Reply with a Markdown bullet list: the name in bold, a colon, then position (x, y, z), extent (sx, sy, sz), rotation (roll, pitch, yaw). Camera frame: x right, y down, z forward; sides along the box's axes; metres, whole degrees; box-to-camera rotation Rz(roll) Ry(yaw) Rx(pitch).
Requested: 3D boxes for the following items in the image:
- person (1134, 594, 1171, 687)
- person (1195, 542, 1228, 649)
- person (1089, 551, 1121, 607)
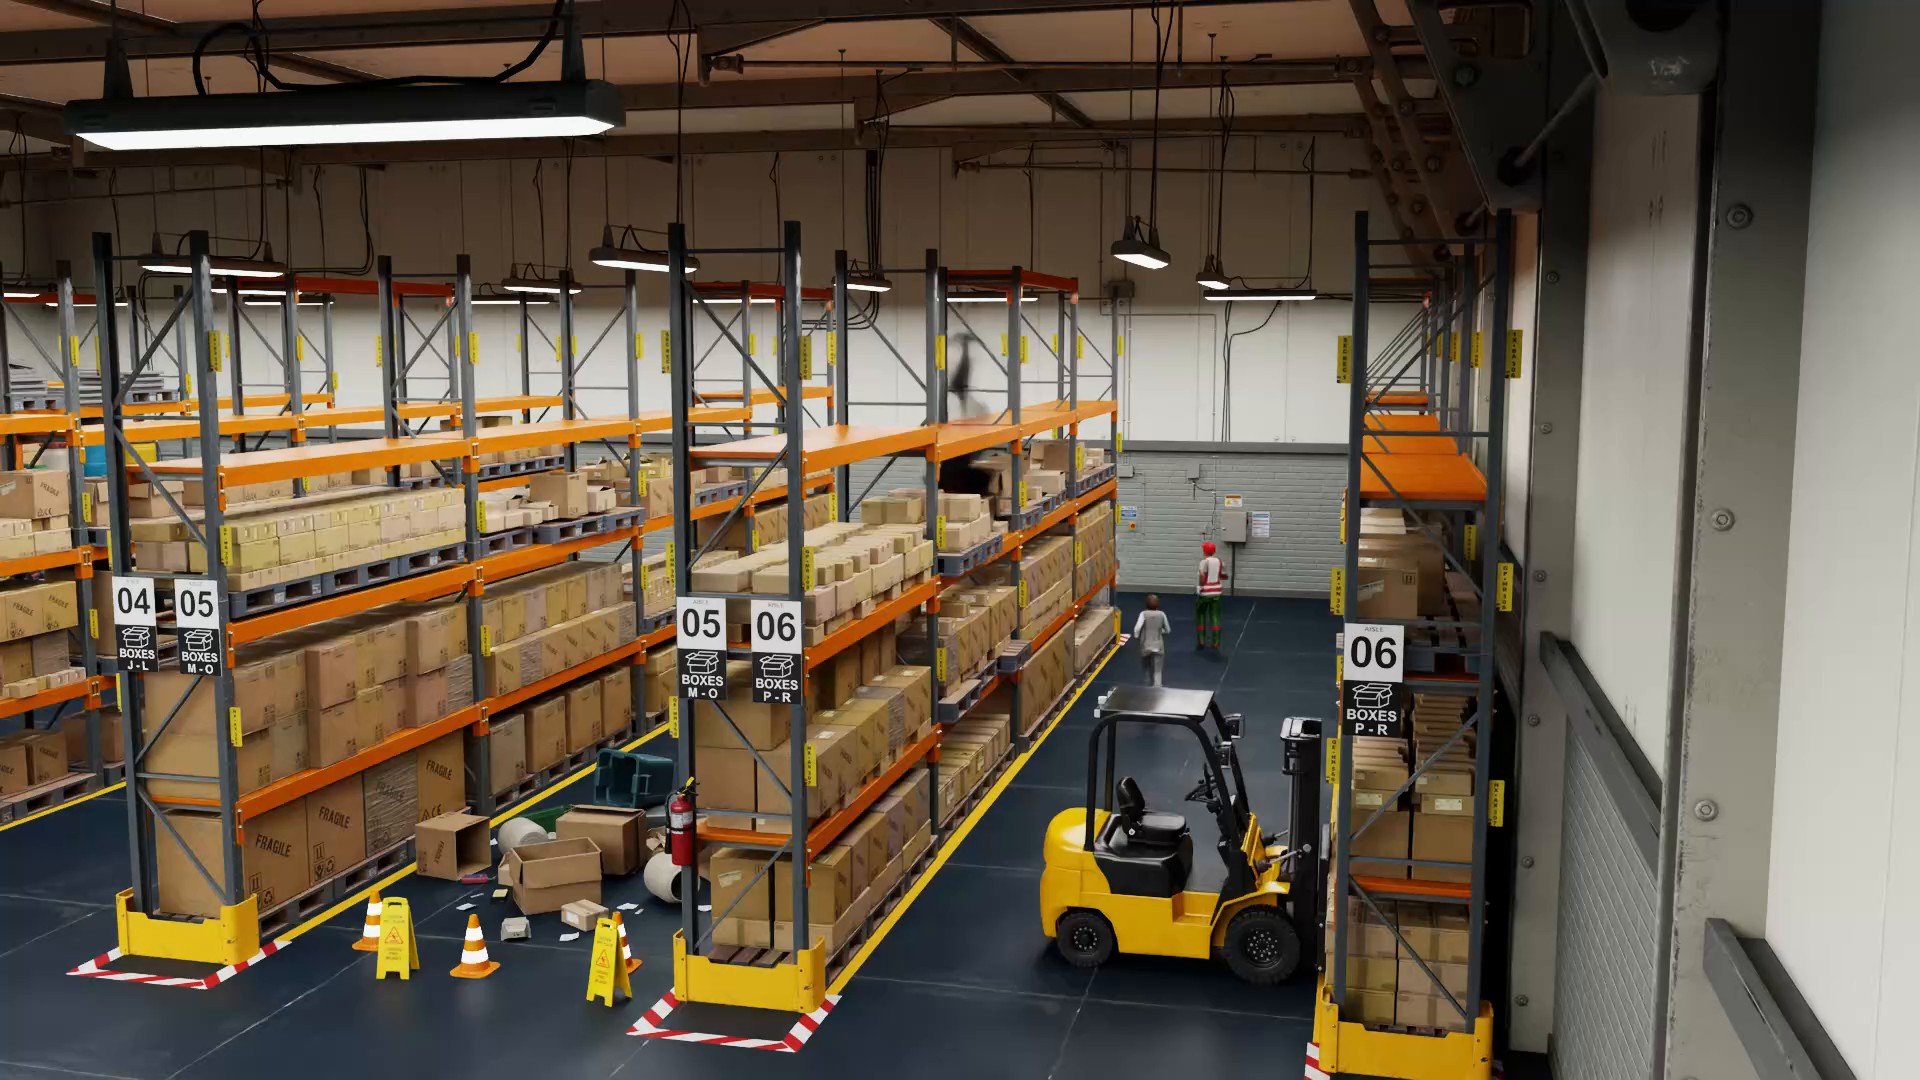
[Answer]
- **person**: position (2.661, 1.553, 23.018), extent (0.534, 1.578, 0.890), rotation (0, 7, 1)
- **person**: position (4.141, 0.952, 27.402), extent (0.617, 1.849, 0.792), rotation (-2, 7, -13)
- **person**: position (2.508, 0.728, 29.235), extent (0.606, 1.745, 0.645), rotation (1, 7, 9)
